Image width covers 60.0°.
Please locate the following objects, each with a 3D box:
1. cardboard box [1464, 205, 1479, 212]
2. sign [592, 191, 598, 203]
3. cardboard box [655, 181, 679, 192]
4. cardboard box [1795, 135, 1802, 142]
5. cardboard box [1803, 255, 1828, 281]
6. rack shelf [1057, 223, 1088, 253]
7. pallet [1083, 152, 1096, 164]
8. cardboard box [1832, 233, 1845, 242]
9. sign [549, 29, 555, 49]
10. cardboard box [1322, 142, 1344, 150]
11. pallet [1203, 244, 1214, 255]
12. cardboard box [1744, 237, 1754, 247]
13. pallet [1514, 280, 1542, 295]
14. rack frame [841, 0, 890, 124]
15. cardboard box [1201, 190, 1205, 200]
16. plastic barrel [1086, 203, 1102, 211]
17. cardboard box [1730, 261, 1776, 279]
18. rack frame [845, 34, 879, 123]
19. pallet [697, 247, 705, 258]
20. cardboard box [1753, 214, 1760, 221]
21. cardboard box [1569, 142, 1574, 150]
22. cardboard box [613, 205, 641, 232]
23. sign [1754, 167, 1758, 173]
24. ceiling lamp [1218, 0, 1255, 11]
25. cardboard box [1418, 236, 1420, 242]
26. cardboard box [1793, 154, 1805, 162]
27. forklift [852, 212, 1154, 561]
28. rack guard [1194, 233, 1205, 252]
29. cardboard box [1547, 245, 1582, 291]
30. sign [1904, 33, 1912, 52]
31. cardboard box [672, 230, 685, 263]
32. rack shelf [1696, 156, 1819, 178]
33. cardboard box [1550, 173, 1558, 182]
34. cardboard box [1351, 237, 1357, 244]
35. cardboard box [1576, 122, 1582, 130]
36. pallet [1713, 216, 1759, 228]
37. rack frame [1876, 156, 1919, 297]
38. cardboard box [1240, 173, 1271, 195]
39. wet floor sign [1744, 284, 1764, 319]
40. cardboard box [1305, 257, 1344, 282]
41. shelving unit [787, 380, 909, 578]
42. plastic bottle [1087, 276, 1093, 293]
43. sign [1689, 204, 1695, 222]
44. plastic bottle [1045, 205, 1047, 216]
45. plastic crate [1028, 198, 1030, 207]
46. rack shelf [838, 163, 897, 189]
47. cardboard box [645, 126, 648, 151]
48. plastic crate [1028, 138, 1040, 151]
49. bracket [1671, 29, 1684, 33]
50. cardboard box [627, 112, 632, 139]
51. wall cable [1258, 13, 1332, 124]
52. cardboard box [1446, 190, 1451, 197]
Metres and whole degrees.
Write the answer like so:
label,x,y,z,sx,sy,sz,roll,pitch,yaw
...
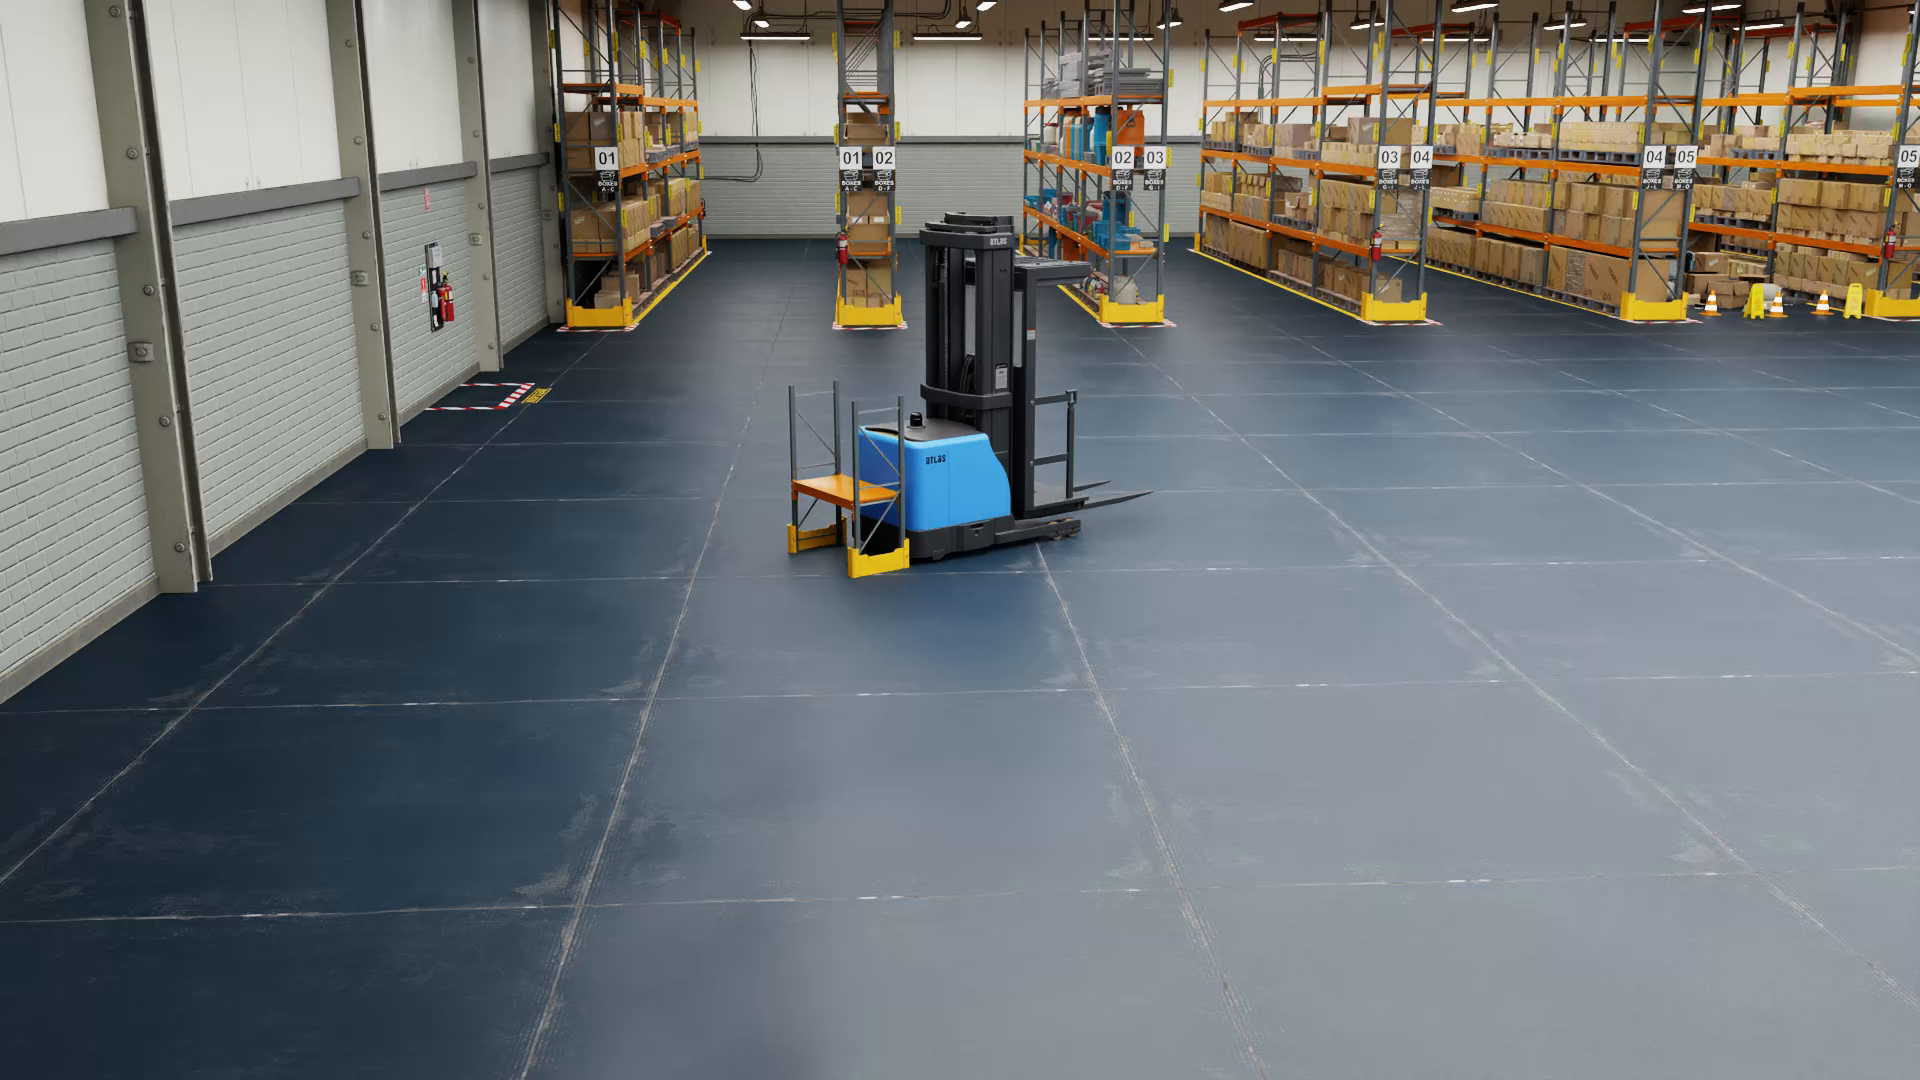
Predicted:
label,x,y,z,sx,sy,sz,roll,pitch,yaw
cardboard box,12.178,-7.855,39.423,0.380,0.149,0.250,-1,14,-3
sign,-7.427,-6.934,33.855,0.100,0.325,0.005,-1,14,-3
cardboard box,-6.998,-8.444,39.707,0.500,0.250,0.500,-1,14,-5
cardboard box,17.588,-8.334,34.507,0.380,0.149,0.250,0,14,-2
cardboard box,17.692,-5.587,34.115,0.500,0.500,0.500,0,14,-1
rack shelf,2.891,-6.684,36.654,1.077,0.370,4.000,-1,14,-3
pallet,3.157,-7.719,33.589,1.213,0.211,1.003,-1,14,-3
cardboard box,17.712,-6.055,33.268,0.380,0.149,0.250,-1,14,-4
sign,-7.180,-8.819,29.273,0.100,0.325,0.005,-1,14,-3
cardboard box,7.671,-8.099,34.191,0.380,0.149,0.250,-1,14,-5
pallet,7.343,-8.048,46.106,1.003,0.211,1.213,-1,14,-3
cardboard box,21.950,-8.320,45.740,0.500,0.500,0.500,-1,14,-2
pallet,12.792,-5.504,36.217,1.003,0.211,1.213,-1,14,-3
rack frame,-1.929,-9.365,33.590,1.000,3.000,0.127,-1,14,-3
cardboard box,6.975,-9.544,46.029,0.500,0.250,0.500,-1,14,-5
plastic barrel,3.044,-7.332,37.502,0.421,0.512,0.421,0,14,0
cardboard box,17.767,-6.005,36.999,0.950,0.372,0.625,0,14,0
rack frame,-2.672,-12.350,45.189,1.000,3.000,0.127,-1,14,-3
pallet,-7.489,-7.819,45.215,1.003,0.211,1.213,-1,14,-3
cardboard box,17.543,-7.036,36.238,0.380,0.149,0.250,-1,14,-5
cardboard box,12.631,-8.024,33.857,0.380,0.149,0.250,-1,14,-4
cardboard box,-6.445,-6.191,32.049,0.500,0.500,0.500,0,14,-2
sign,22.615,-10.544,47.253,0.100,0.325,0.005,-1,14,-3
ceiling lamp,5.817,-12.277,33.194,0.800,3.185,2.000,-1,14,-3
cardboard box,12.138,-7.848,43.418,0.380,0.149,0.250,0,14,-2
cardboard box,17.582,-7.949,34.607,0.380,0.149,0.250,-1,14,-3
forklift,0.496,-1.515,15.257,3.031,2.935,1.130,-11,18,-36
rack guard,7.214,-8.392,46.862,1.175,0.500,0.348,-1,14,-3
cardboard box,12.884,-5.680,34.728,0.875,0.875,0.875,-1,14,-3
sign,17.542,-9.201,30.759,0.100,0.325,0.005,-1,14,-3
cardboard box,-7.140,-7.154,40.505,0.750,0.750,0.750,0,14,-2
rack shelf,17.726,-8.367,37.172,1.077,0.370,4.000,-1,14,-3
cardboard box,16.851,-10.158,46.504,0.500,0.500,0.500,-1,14,-5
cardboard box,7.889,-5.874,32.563,0.380,0.149,0.250,-1,14,-3
cardboard box,12.647,-8.347,33.512,0.380,0.149,0.250,-1,14,-4
pallet,17.765,-7.175,37.502,1.003,0.211,1.213,-1,14,-3
rack frame,18.097,-5.770,31.656,1.000,3.000,0.127,-1,14,-3
cardboard box,7.511,-8.977,41.906,0.797,0.503,0.637,-1,14,-5
wet floor sign,15.141,-4.552,31.646,0.267,0.644,0.232,-3,15,-13
cardboard box,7.931,-5.886,36.242,0.700,0.500,0.500,-1,14,-4
shelving unit,-0.986,-0.556,14.401,0.587,1.500,1.083,-10,18,-35
plastic bottle,2.663,-5.212,33.919,0.144,0.351,0.185,-1,15,-6
sign,13.717,-6.133,31.171,0.100,0.325,0.005,-1,14,-3
plastic bottle,2.170,-8.221,41.442,0.097,0.271,0.097,0,14,0
plastic crate,2.040,-9.074,44.712,0.416,0.233,0.300,-1,14,-3
rack shelf,-1.805,-7.067,32.120,1.077,0.370,4.000,-1,14,-3
cardboard box,-6.903,-8.531,35.323,0.500,0.500,0.500,-1,14,-5
plastic crate,2.092,-10.558,44.371,0.504,0.338,0.767,-1,14,-3
bracket,22.266,-15.847,51.558,0.235,0.232,0.430,-1,14,-3
cardboard box,-6.430,-7.735,31.026,0.500,0.500,0.500,0,14,-2
wall cable,10.305,-15.519,51.051,2.277,5.999,0.120,-1,14,-3
cardboard box,12.102,-8.464,40.595,0.380,0.149,0.250,0,14,-1
